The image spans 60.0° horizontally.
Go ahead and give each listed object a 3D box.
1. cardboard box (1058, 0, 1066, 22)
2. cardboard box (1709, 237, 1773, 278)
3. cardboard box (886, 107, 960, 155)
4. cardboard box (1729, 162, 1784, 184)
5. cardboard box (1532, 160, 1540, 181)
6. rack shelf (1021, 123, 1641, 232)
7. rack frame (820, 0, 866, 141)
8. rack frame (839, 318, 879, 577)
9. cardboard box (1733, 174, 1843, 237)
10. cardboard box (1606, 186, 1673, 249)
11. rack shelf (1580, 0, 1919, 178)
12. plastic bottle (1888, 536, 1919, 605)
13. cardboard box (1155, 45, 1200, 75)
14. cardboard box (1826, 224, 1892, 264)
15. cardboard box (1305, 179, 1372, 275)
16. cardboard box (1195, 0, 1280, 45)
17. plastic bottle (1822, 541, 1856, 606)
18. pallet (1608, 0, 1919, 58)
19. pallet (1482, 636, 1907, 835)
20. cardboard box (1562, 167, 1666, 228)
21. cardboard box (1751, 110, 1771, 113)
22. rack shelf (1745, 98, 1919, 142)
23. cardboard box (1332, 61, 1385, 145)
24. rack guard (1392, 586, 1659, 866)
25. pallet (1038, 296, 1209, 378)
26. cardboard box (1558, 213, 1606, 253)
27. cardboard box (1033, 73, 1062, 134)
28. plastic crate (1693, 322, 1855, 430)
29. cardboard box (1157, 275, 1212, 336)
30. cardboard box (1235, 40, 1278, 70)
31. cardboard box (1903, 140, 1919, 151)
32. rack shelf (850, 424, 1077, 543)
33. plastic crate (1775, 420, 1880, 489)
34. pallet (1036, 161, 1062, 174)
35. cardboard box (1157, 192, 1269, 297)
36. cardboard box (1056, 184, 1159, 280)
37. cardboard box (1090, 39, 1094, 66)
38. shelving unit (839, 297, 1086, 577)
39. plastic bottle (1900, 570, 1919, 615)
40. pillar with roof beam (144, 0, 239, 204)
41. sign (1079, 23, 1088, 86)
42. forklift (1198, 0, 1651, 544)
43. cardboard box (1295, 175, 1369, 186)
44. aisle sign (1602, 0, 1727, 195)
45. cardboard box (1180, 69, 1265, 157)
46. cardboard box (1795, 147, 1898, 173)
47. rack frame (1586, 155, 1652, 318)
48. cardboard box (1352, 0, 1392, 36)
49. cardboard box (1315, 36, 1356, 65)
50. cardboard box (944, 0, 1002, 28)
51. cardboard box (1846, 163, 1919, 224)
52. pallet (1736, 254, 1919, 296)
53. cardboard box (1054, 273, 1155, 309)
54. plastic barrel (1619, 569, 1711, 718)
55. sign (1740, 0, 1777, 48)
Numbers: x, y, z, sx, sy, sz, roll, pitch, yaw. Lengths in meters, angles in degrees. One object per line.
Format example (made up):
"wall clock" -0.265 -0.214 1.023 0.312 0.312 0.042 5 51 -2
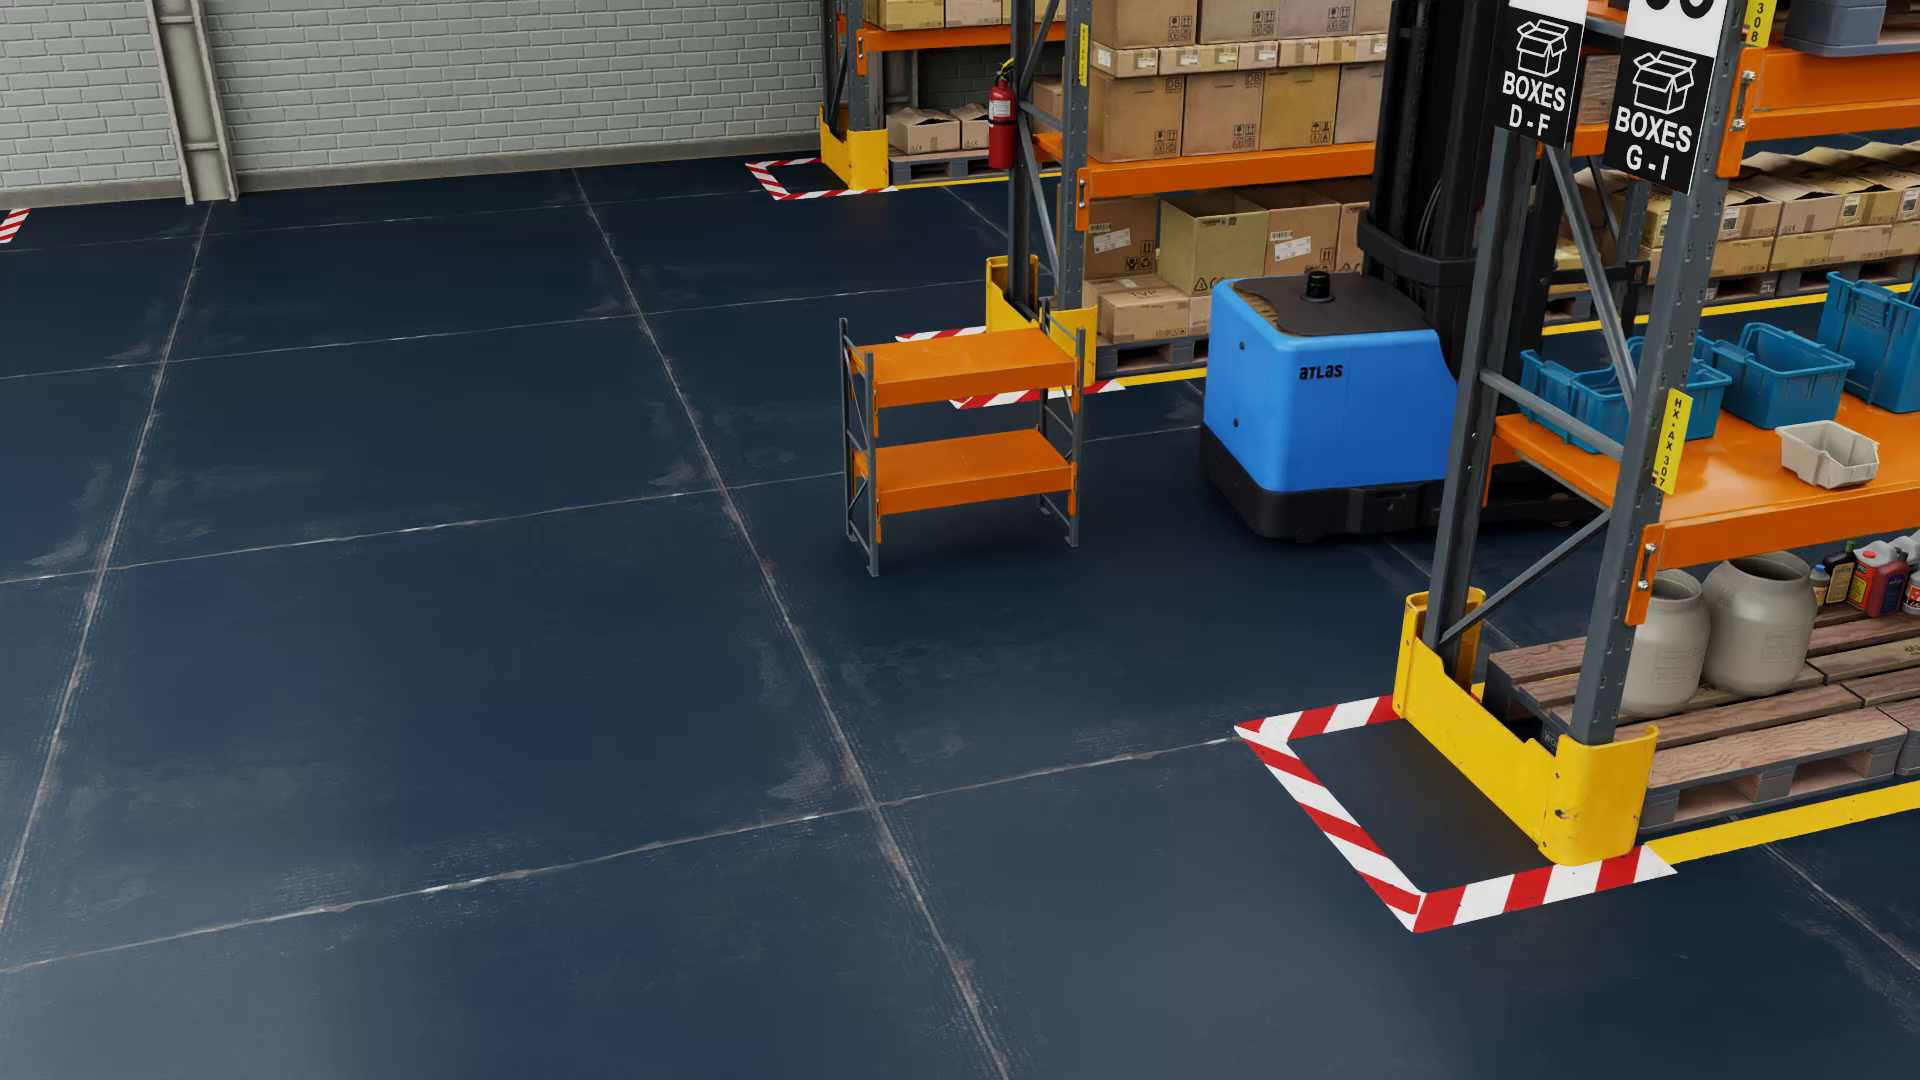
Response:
"cardboard box" 1.003 -4.693 14.476 0.500 0.250 0.500 -8 28 -16
"cardboard box" 5.271 -2.038 11.603 0.500 0.250 0.500 -8 27 -15
"cardboard box" -0.331 -3.654 14.767 0.500 0.311 0.500 -12 29 -22
"cardboard box" 5.589 -2.588 12.079 0.500 0.311 0.500 -8 28 -16
"cardboard box" 3.786 -2.422 11.532 0.500 0.500 0.500 -8 28 -16
"rack shelf" 2.423 -2.464 10.648 4.000 0.370 1.077 -8 28 -16
"rack frame" -1.017 -4.604 14.151 0.127 3.000 1.000 -8 28 -16
"rack frame" -0.477 -0.435 7.861 0.032 1.125 0.500 -8 28 -16
"cardboard box" 5.764 -2.359 11.618 0.500 0.311 0.500 -9 28 -18
"cardboard box" 4.794 -2.221 11.339 0.500 0.311 0.500 -8 28 -16
"rack shelf" 3.953 -1.712 5.762 4.000 0.370 1.077 -8 28 -16
"plastic bottle" 4.042 0.127 7.190 0.135 0.276 0.152 -9 28 -18
"cardboard box" 1.211 -2.846 9.768 0.250 0.149 0.380 -9 28 -17
"cardboard box" 6.247 -2.181 11.889 0.500 0.250 0.500 -8 27 -15
"cardboard box" 2.527 -1.988 10.658 0.500 0.500 0.500 -8 28 -16
"cardboard box" 1.517 -3.277 9.907 0.500 0.500 0.700 -9 28 -17
"plastic bottle" 3.767 0.142 7.151 0.133 0.283 0.061 -8 27 -15
"pallet" 2.868 -1.747 5.235 1.213 0.211 1.003 -8 28 -16
"pallet" 2.883 0.693 6.616 1.213 0.211 1.003 -8 28 -16
"cardboard box" 4.621 -2.446 11.793 0.500 0.311 0.500 -8 28 -16
"cardboard box" 5.230 -2.984 11.171 0.250 0.149 0.380 -8 28 -16
"rack shelf" 6.226 -3.015 11.758 4.000 0.370 1.077 -8 28 -16
"cardboard box" 2.440 -2.829 10.462 0.500 0.500 0.700 -7 27 -15
"rack guard" 2.109 0.674 6.331 0.348 0.500 1.175 -8 28 -16
"pallet" 1.235 -1.385 10.801 1.213 0.211 1.003 -8 28 -16
"cardboard box" 4.629 -2.198 11.923 0.500 0.250 0.500 -9 28 -17
"cardboard box" 0.924 -3.898 15.044 0.500 0.500 0.700 -10 28 -19
"plastic crate" 3.054 -0.632 6.316 0.408 0.251 0.499 -8 28 -16
"cardboard box" 1.574 -1.517 10.553 0.500 0.250 0.500 -8 28 -16
"cardboard box" 1.689 -2.914 9.904 0.250 0.149 0.380 -9 28 -17
"cardboard box" 7.539 -2.872 12.651 0.500 0.311 0.500 -7 27 -14
"rack shelf" 0.006 -0.286 8.110 1.000 0.278 0.538 -8 28 -16
"plastic crate" 3.002 -0.285 5.747 0.250 0.136 0.298 -8 28 -16
"pallet" 0.997 -3.629 15.323 1.213 0.211 1.003 -8 28 -16
"cardboard box" 1.575 -1.852 10.385 0.500 0.500 0.500 -8 28 -16
"cardboard box" 0.939 -2.003 10.687 0.500 0.500 0.500 -8 28 -16
"cardboard box" 0.825 -2.979 10.035 0.250 0.149 0.380 -9 28 -17
"shelving unit" 0.006 -0.505 8.002 1.048 1.125 0.538 -8 28 -16
"plastic bottle" 4.098 0.210 7.105 0.097 0.201 0.097 0 26 0
"pillar with roof beam" -4.991 -5.107 8.418 0.400 9.000 9.100 -8 28 -16
"sign" 0.687 -2.698 9.249 0.005 0.325 0.100 -8 28 -16
"forklift" 2.847 -1.606 8.189 3.031 2.935 1.130 -5 27 -10
"cardboard box" 2.361 -2.215 11.115 0.500 0.500 0.500 -8 28 -16
"aisle sign" 2.074 -1.446 4.866 0.004 0.787 0.394 -8 28 -16
"cardboard box" 1.467 -2.689 10.180 0.500 0.500 0.700 -8 27 -15
"cardboard box" 6.556 -2.727 12.358 0.500 0.311 0.500 -9 28 -17
"rack frame" 4.324 -3.061 11.043 0.127 3.000 1.000 -8 28 -16
"cardboard box" 2.473 -3.416 10.186 0.500 0.500 0.700 -8 28 -16
"cardboard box" 2.185 -2.987 10.052 0.250 0.149 0.380 -9 28 -17
"cardboard box" 0.035 -4.557 14.202 0.500 0.250 0.500 -9 28 -18
"cardboard box" 6.733 -2.501 11.904 0.500 0.311 0.500 -8 28 -16
"pallet" 6.175 -2.100 12.242 1.213 0.211 1.003 -8 28 -16
"cardboard box" 0.939 -1.666 10.852 0.500 0.250 0.500 -8 28 -16
"plastic barrel" 2.653 0.388 6.421 0.421 0.512 0.421 0 26 0
"sign" 2.217 -1.530 4.575 0.005 0.325 0.100 -8 28 -16
